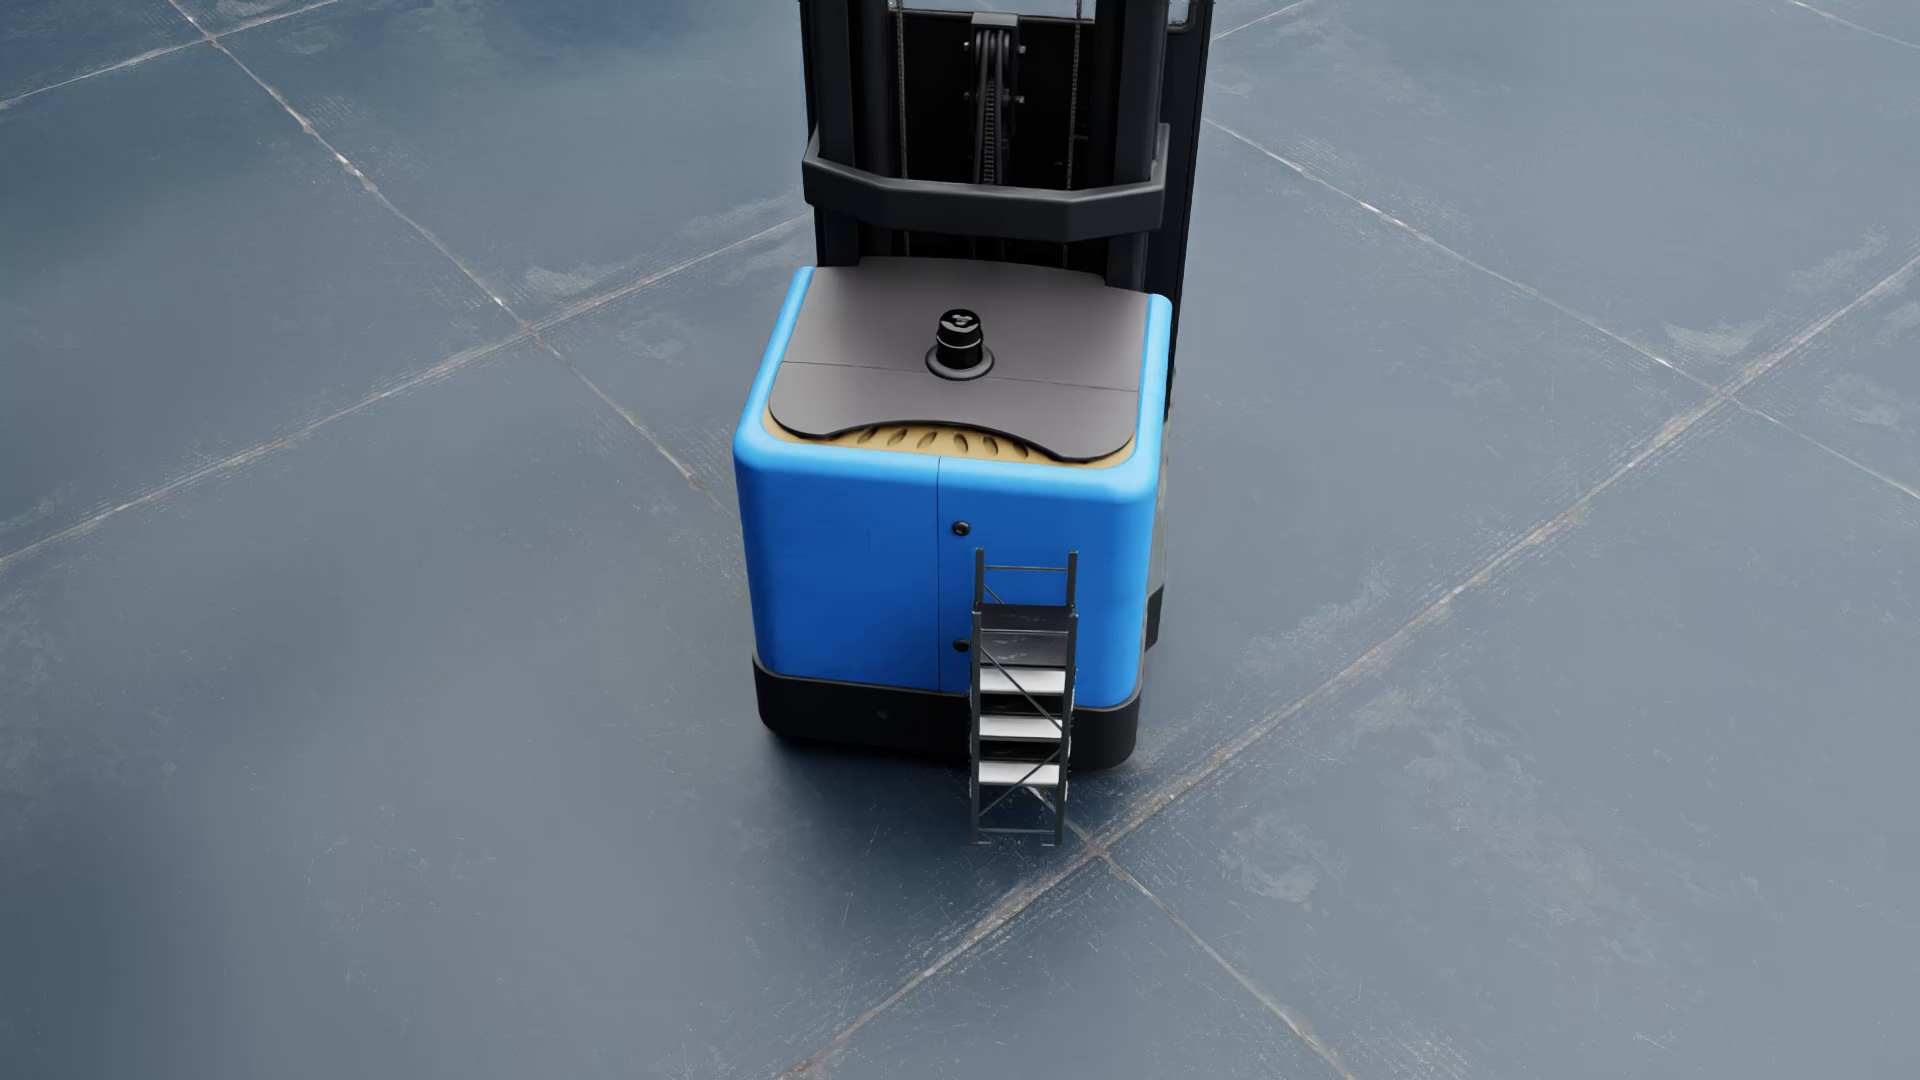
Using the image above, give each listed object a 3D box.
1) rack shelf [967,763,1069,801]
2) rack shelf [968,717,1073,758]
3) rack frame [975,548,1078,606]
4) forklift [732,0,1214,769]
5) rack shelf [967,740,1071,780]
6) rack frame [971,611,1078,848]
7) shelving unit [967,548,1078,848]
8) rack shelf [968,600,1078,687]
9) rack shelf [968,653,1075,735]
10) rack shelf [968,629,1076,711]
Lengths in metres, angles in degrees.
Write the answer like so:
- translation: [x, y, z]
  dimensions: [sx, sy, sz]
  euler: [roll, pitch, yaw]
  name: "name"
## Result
- translation: [0.152, 0.566, 4.297]
  dimensions: [0.258, 0.077, 0.200]
  euler: [2, 45, 2]
  name: "rack shelf"
- translation: [0.152, 0.438, 4.171]
  dimensions: [0.258, 0.077, 0.200]
  euler: [2, 45, 2]
  name: "rack shelf"
- translation: [0.157, 0.343, 4.219]
  dimensions: [0.240, 0.900, 0.006]
  euler: [2, 45, 2]
  name: "rack frame"
- translation: [0.153, -1.463, 4.667]
  dimensions: [1.130, 2.935, 3.031]
  euler: [5, 43, 6]
  name: "forklift"
- translation: [0.152, 0.502, 4.234]
  dimensions: [0.258, 0.077, 0.200]
  euler: [2, 45, 2]
  name: "rack shelf"
- translation: [0.147, 0.486, 4.075]
  dimensions: [0.240, 0.900, 0.006]
  euler: [2, 45, 2]
  name: "rack frame"
- translation: [0.152, 0.415, 4.147]
  dimensions: [0.258, 0.900, 0.210]
  euler: [2, 45, 2]
  name: "shelving unit"
- translation: [0.152, 0.247, 3.980]
  dimensions: [0.258, 0.077, 0.200]
  euler: [2, 45, 2]
  name: "rack shelf"
- translation: [0.152, 0.374, 4.107]
  dimensions: [0.258, 0.077, 0.200]
  euler: [2, 45, 2]
  name: "rack shelf"
- translation: [0.152, 0.311, 4.044]
  dimensions: [0.258, 0.077, 0.200]
  euler: [2, 45, 2]
  name: "rack shelf"
